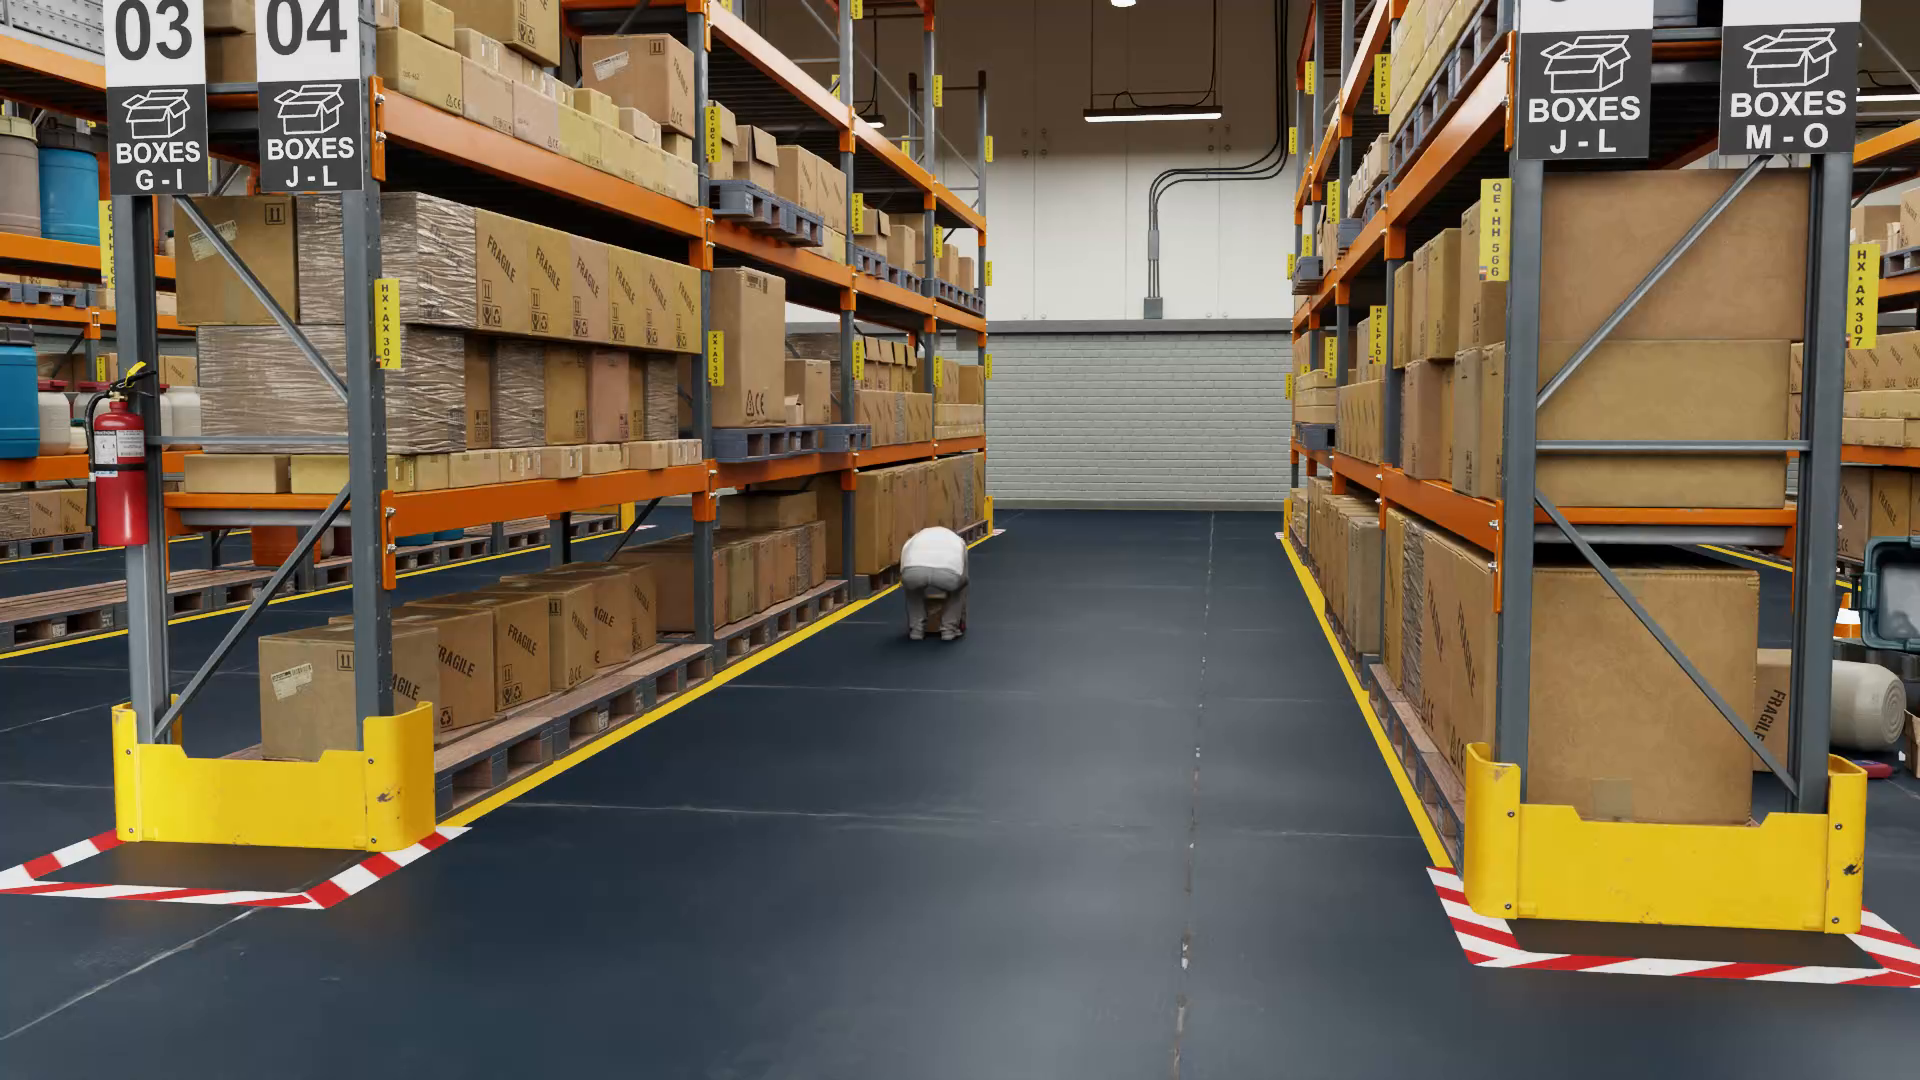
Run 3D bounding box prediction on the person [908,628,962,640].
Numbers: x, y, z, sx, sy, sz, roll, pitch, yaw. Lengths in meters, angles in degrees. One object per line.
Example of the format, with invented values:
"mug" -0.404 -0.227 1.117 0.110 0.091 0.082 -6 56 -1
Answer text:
"person" -3.637 -2.221 12.036 7.332 5.813 11.426 1 4 7
